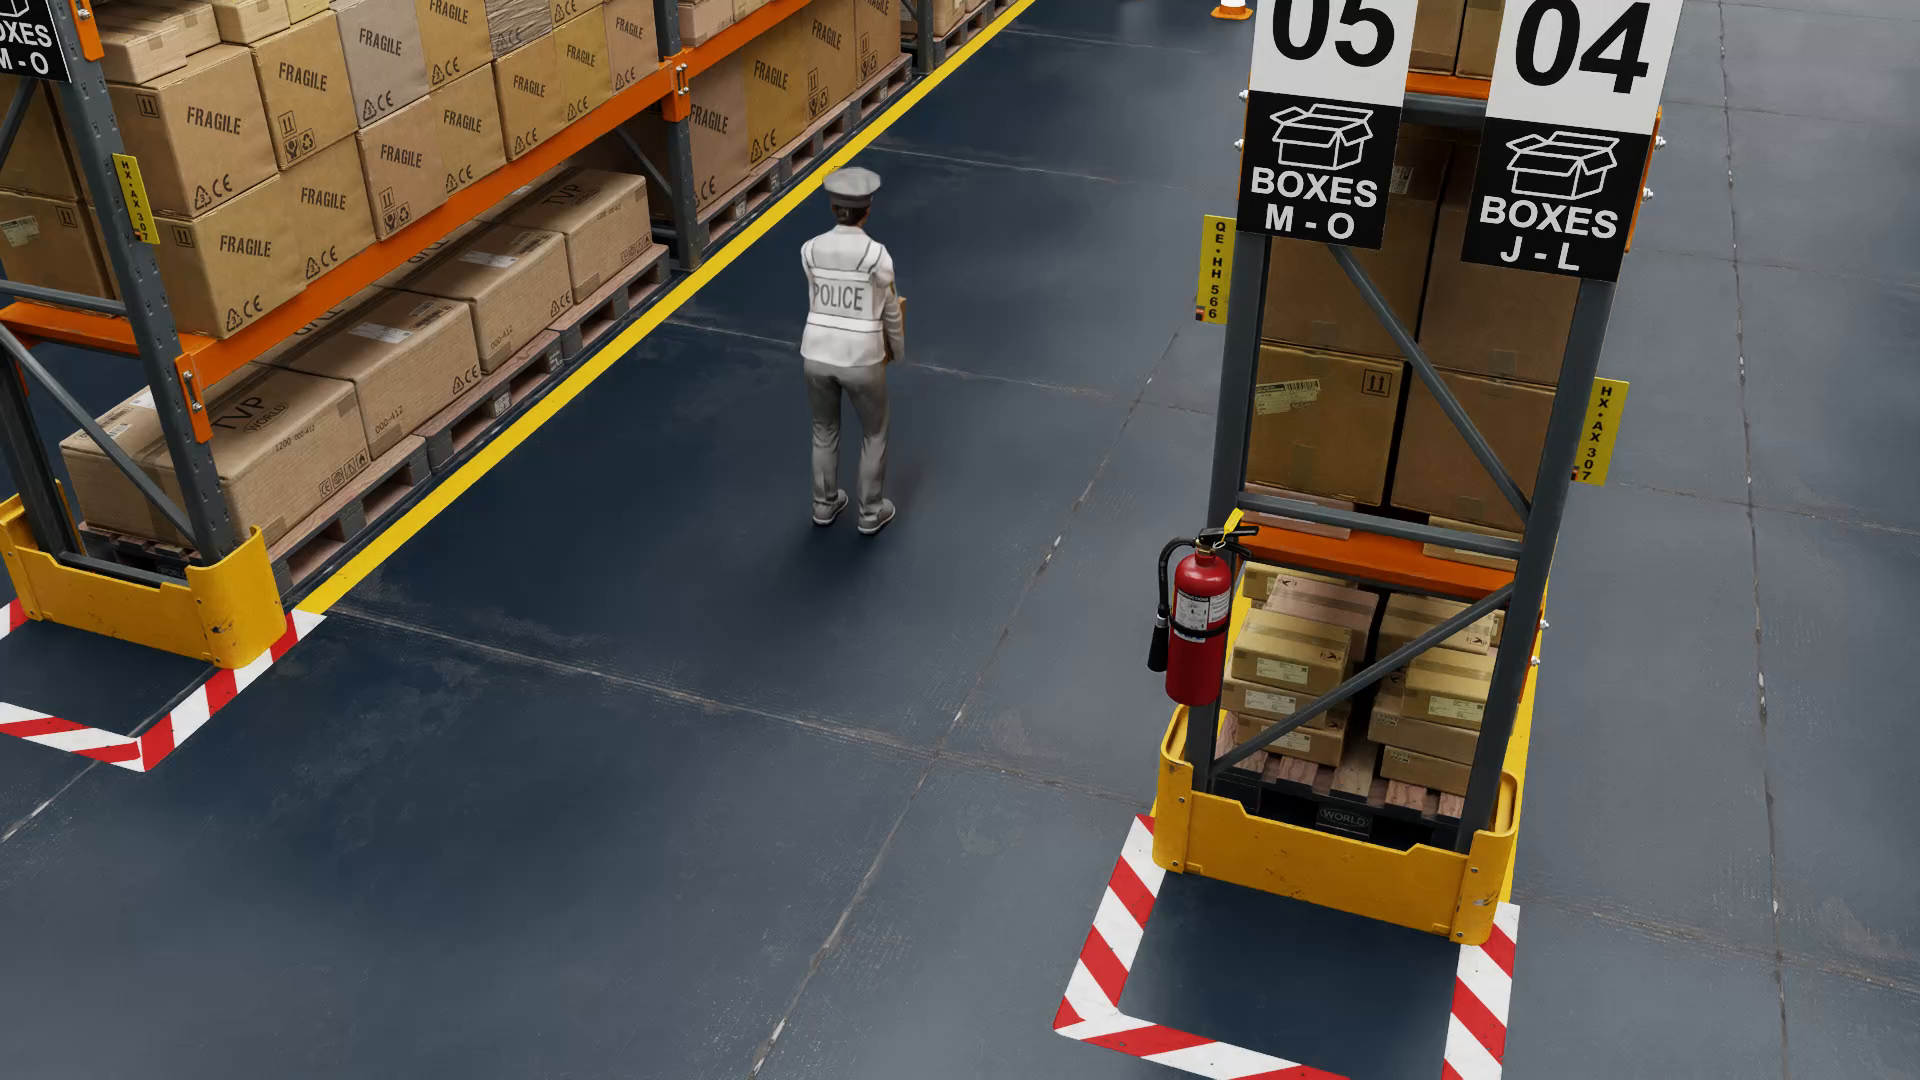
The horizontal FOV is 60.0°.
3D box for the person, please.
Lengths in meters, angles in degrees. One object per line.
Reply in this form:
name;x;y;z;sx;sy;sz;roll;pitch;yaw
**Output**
person;-0.486;-0.825;7.428;0.412;1.630;0.560;11;35;16
